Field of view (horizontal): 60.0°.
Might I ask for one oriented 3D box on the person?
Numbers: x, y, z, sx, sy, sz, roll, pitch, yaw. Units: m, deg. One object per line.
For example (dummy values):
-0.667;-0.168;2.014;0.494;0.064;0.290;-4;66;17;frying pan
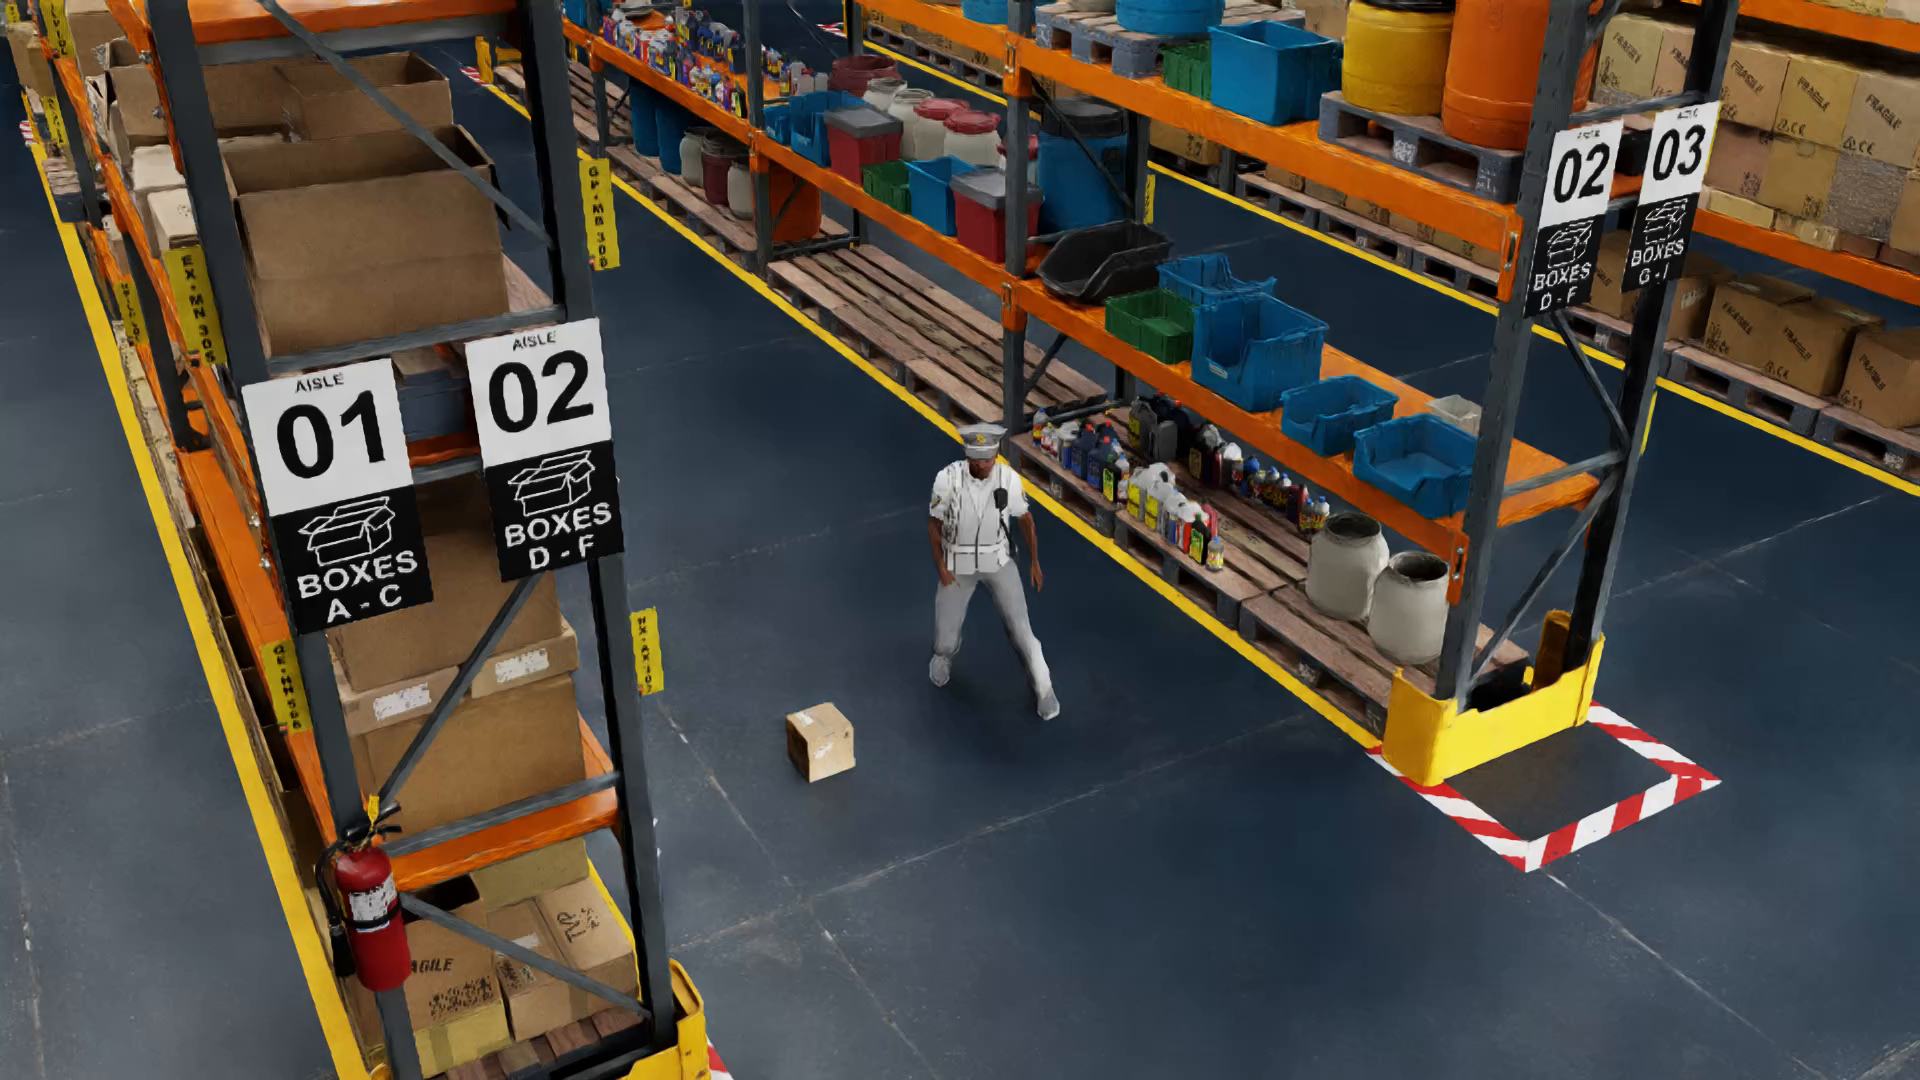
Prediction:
0.179;0.122;8.413;0.692;1.605;0.486;1;29;1;person
